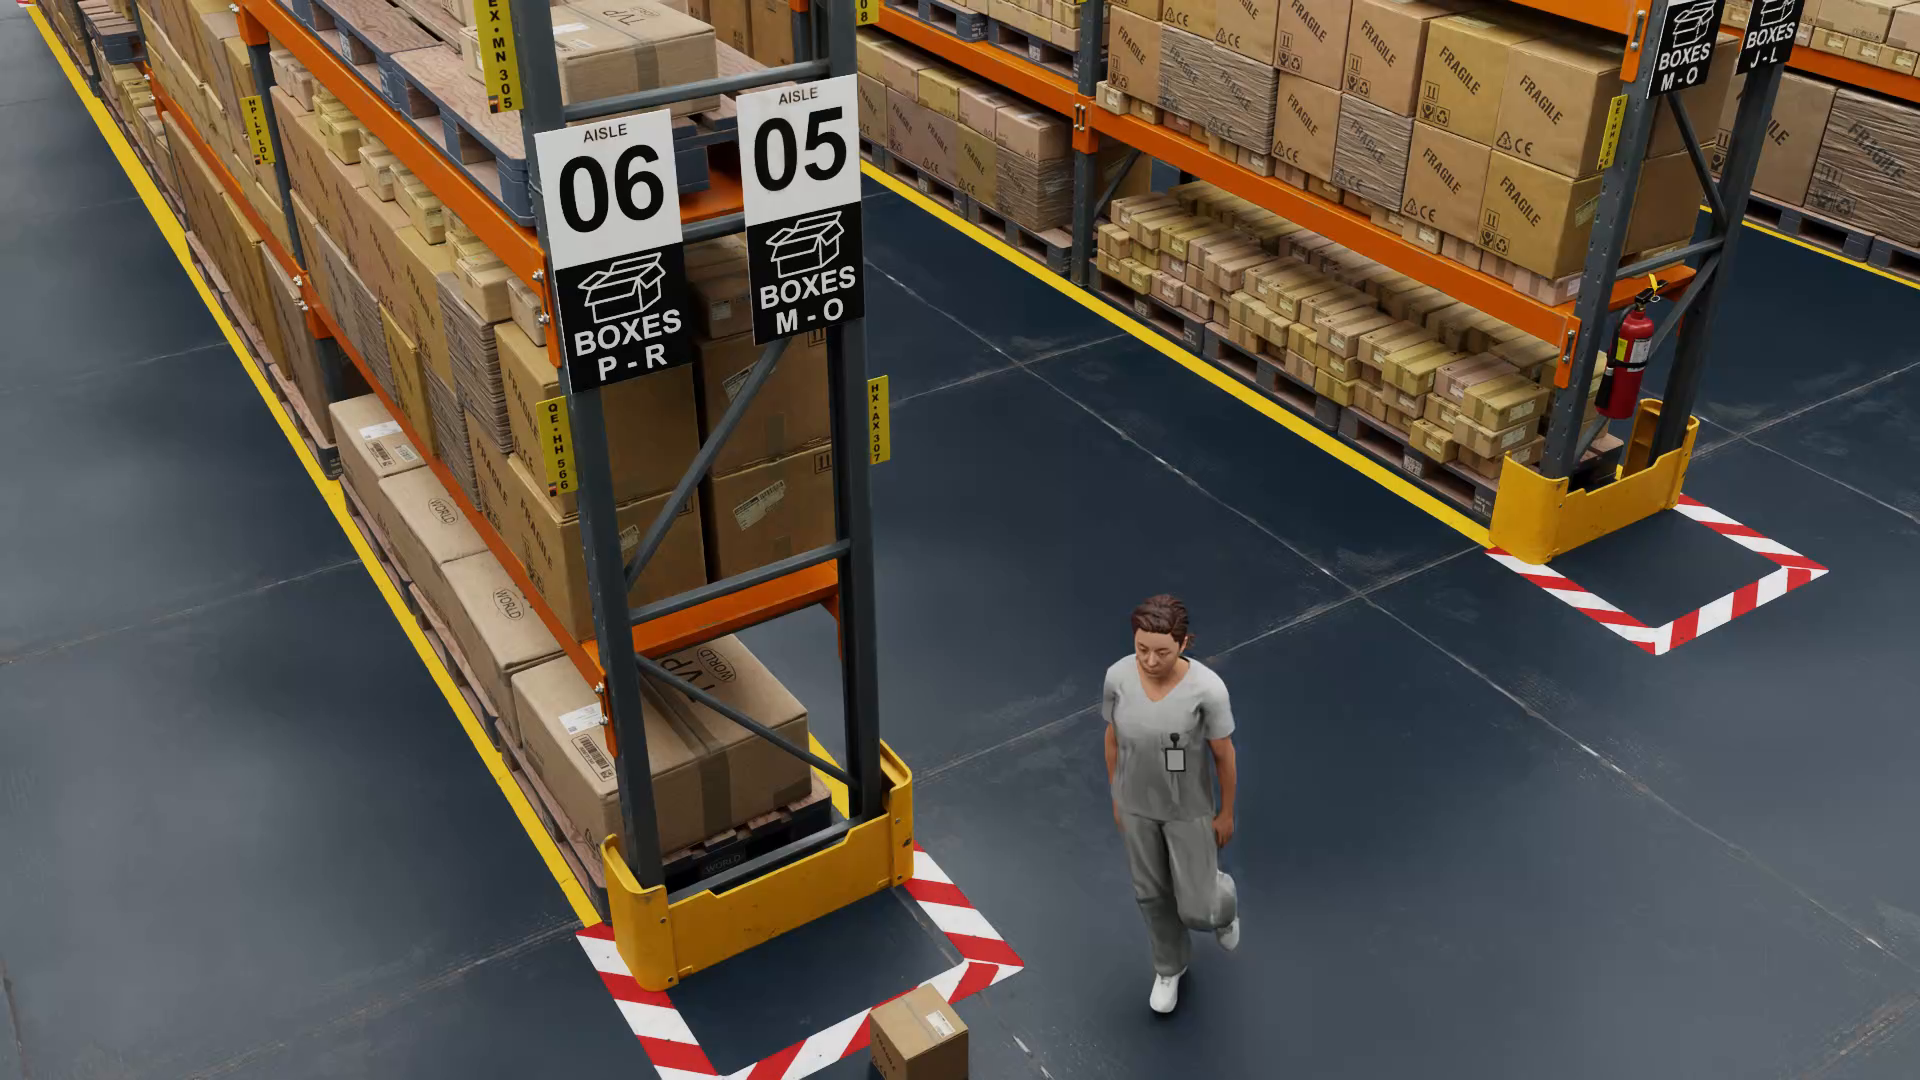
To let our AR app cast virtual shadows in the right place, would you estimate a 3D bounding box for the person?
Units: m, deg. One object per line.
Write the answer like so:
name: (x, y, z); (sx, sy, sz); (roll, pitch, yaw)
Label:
person: (0.732, 0.885, 5.722); (0.532, 1.656, 0.509); (12, 35, 17)
